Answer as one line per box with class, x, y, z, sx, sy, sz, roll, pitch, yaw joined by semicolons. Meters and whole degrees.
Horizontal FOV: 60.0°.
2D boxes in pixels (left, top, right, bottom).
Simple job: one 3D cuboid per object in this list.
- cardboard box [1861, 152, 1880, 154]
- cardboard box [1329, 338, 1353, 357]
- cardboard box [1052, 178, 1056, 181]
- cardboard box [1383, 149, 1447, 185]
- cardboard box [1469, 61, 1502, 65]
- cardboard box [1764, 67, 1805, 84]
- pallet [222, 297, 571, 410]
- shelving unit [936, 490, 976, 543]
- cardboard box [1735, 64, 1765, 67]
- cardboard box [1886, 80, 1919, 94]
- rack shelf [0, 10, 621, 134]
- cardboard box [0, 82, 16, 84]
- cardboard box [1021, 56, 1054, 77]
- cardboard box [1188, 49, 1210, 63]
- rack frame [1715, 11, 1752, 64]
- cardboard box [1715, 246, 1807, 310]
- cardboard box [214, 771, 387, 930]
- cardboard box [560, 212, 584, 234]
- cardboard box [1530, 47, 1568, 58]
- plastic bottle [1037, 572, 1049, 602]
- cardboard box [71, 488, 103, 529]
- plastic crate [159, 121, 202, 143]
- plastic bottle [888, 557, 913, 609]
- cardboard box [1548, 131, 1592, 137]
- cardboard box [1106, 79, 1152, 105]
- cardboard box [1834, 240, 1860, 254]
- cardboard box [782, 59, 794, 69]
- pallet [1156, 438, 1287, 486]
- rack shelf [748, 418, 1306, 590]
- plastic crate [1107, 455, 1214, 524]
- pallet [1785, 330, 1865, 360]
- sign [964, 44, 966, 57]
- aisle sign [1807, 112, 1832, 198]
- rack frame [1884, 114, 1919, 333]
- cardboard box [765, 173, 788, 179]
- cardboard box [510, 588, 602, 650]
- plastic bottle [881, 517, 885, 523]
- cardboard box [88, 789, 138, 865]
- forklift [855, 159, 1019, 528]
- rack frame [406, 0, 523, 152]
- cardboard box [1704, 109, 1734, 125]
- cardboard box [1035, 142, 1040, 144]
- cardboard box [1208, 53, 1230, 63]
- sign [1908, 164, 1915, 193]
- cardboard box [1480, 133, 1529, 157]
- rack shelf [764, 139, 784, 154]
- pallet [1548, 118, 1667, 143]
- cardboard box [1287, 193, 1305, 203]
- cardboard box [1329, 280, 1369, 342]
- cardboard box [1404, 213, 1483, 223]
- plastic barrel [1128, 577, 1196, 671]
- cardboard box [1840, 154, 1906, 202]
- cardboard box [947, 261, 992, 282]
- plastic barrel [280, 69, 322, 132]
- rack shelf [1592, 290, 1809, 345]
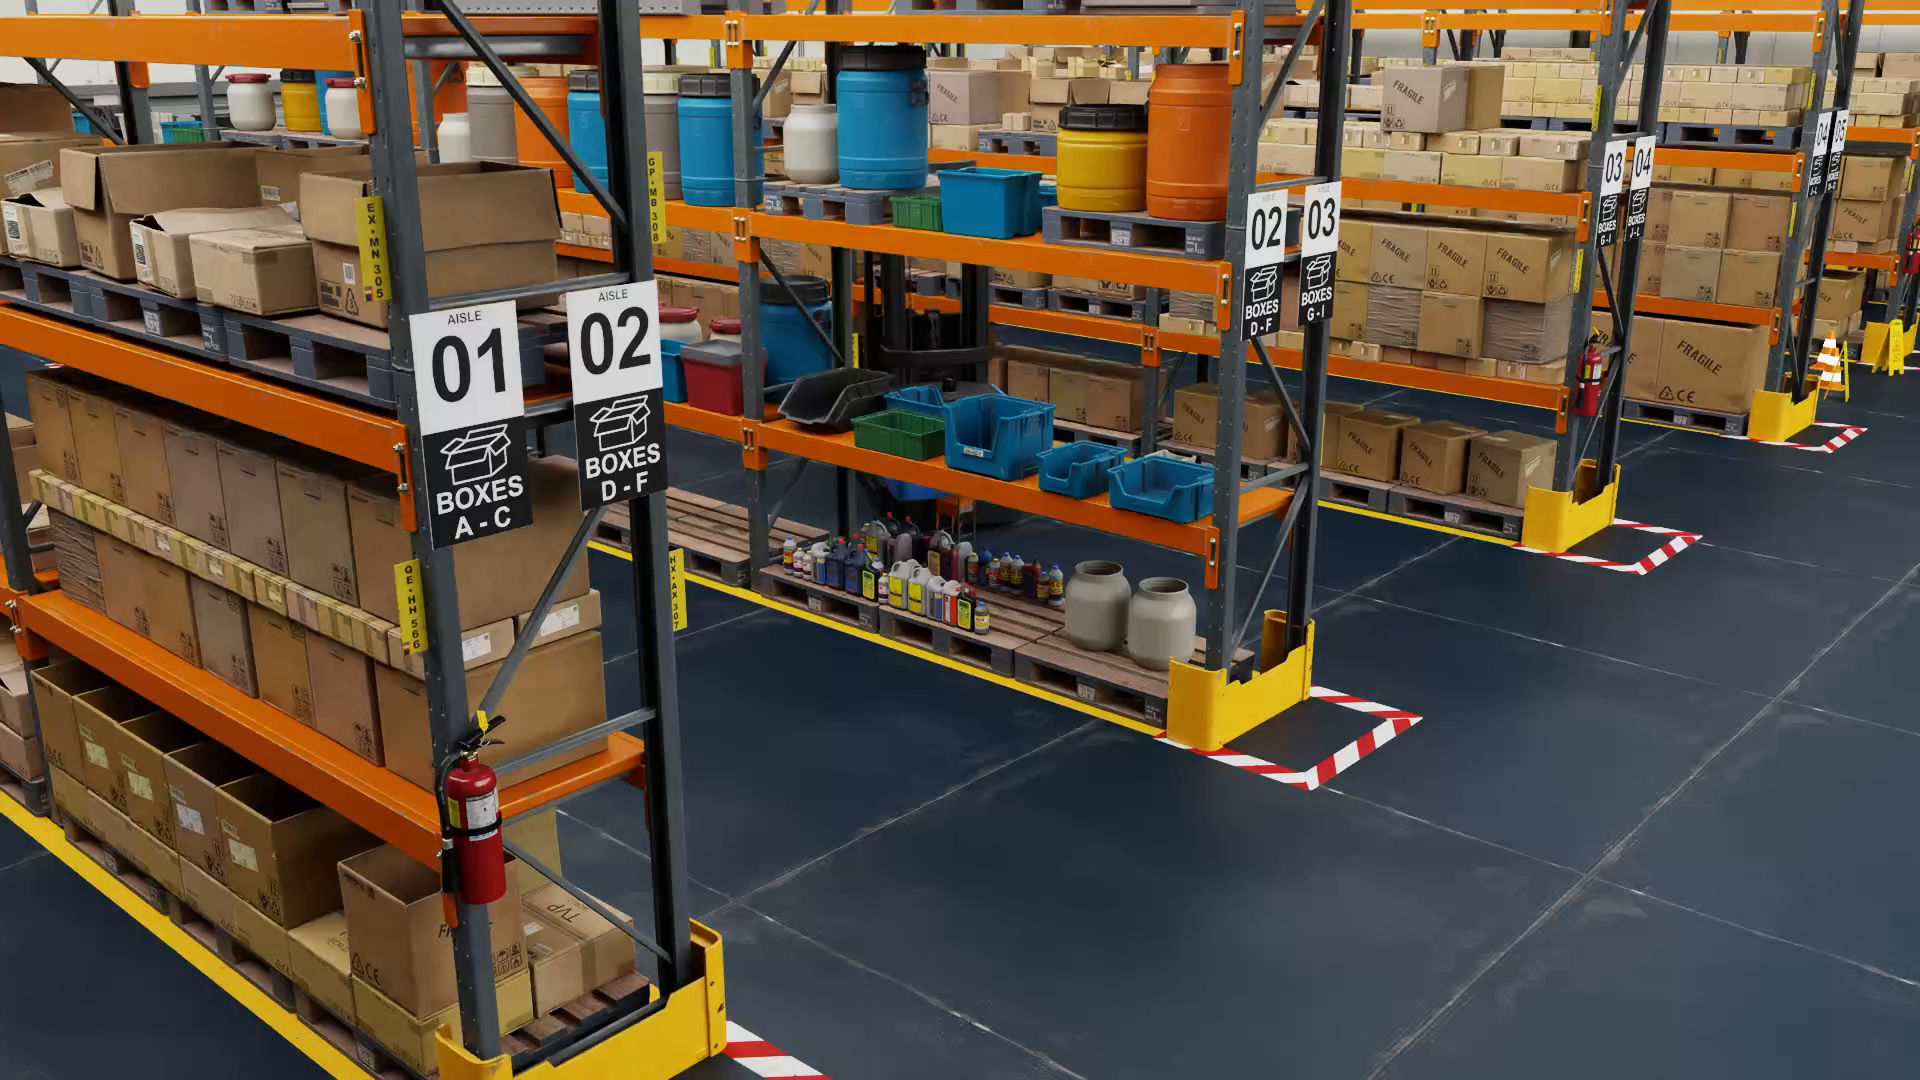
cardboard box;13.718;-5.764;25.087;0.250;0.149;0.380;15;23;40
cardboard box;3.413;-1.701;14.429;0.250;0.149;0.380;15;23;39
cardboard box;1.478;-4.887;22.788;0.250;0.149;0.380;16;24;42
cardboard box;3.813;-3.069;13.613;0.500;0.250;0.500;16;23;40
cardboard box;5.710;-5.109;18.030;0.250;0.149;0.380;15;23;39
cardboard box;7.986;-4.498;16.104;0.250;0.149;0.380;15;23;40
pallet;-1.994;-0.762;6.241;1.213;0.211;1.003;15;23;39
shelving unit;-0.033;-0.497;13.443;0.252;1.050;0.215;16;23;40
cardboard box;8.047;-4.748;16.892;0.250;0.149;0.380;15;23;39
cardboard box;11.225;-5.400;19.808;0.250;0.149;0.380;15;23;40
rack shelf;-2.979;-1.954;6.743;4.000;0.370;1.077;15;23;39
cardboard box;-5.351;-2.187;8.901;0.500;0.500;0.500;-16;23;-40
cardboard box;1.029;-6.294;22.094;0.258;0.266;0.396;15;23;39
cardboard box;4.694;-9.231;31.711;0.500;0.250;0.500;16;23;40
rack frame;11.974;-8.496;25.505;0.127;3.000;1.000;15;23;39
cardboard box;8.156;-2.705;16.928;0.550;0.550;0.875;15;23;39
cardboard box;-2.839;1.289;7.204;0.500;0.500;0.500;15;23;39
cardboard box;-4.773;-4.079;21.263;0.500;0.250;0.500;16;24;41
cardboard box;9.806;-7.885;27.515;0.500;0.500;0.700;14;23;38
plastic bottle;0.581;0.322;11.536;0.097;0.201;0.097;0;18;0
cardboard box;-4.020;-0.187;8.004;0.250;0.149;0.380;14;23;38
plastic crate;-8.060;-4.216;17.257;0.300;0.233;0.416;15;23;39
plastic bottle;-0.396;0.282;11.415;0.185;0.351;0.144;15;23;39
cardboard box;4.913;-3.197;13.356;0.250;0.149;0.380;16;23;40
cardboard box;1.818;-4.066;15.641;0.637;0.503;0.797;14;22;37
cardboard box;10.989;-3.642;20.544;0.250;0.149;0.380;15;23;39
cardboard box;-2.501;-7.174;25.062;0.250;0.149;0.380;16;24;41
pallet;2.630;-0.814;15.829;1.213;0.211;1.003;15;23;39
rack shelf;0.312;-0.405;11.119;4.000;0.370;1.077;15;23;39
plastic crate;1.235;-0.308;9.871;0.616;0.251;0.499;15;23;39
pallet;11.033;-2.566;21.350;1.213;0.211;1.003;15;23;39
sign;0.077;-8.856;30.266;0.005;0.325;0.100;15;23;39
aisle sign;8.317;-3.726;16.096;0.004;0.787;0.394;15;23;39
rack frame;11.674;-3.709;20.341;0.127;3.000;1.000;15;23;39
cardboard box;-2.416;-4.014;19.478;0.637;0.503;0.797;16;24;41
cardboard box;-1.633;0.289;6.504;0.250;0.149;0.380;15;23;39
plastic bottle;-0.605;-0.043;12.551;0.133;0.283;0.061;17;24;42
cardboard box;-3.958;1.344;8.269;0.500;0.250;0.500;15;23;39
forklift;-0.346;-1.897;14.744;1.130;2.935;3.031;-4;18;-13
rack frame;-4.176;-4.812;13.899;0.127;3.000;1.000;15;23;39
cardboard box;7.609;-4.219;16.544;0.250;0.149;0.380;15;23;40
cardboard box;1.401;-6.879;28.510;0.500;0.500;0.500;15;23;40
cardboard box;4.179;-7.281;25.778;0.500;0.500;0.500;15;23;40
sign;11.290;-4.290;19.735;0.005;0.325;0.100;15;23;39
cardboard box;4.287;-3.109;13.081;0.250;0.149;0.380;14;22;37
rack shelf;-2.384;-4.562;19.257;4.000;0.370;1.077;15;23;39
pallet;6.985;-4.348;17.541;1.213;0.211;1.003;15;23;39
cardboard box;4.333;-4.199;20.066;0.500;0.500;0.700;15;23;40
cardboard box;3.537;-2.060;14.486;0.500;0.500;0.875;15;23;39
cardboard box;4.121;-2.507;14.243;0.500;0.500;0.500;15;23;39
plastic barrel;1.265;0.524;10.419;0.421;0.512;0.421;0;18;0
cardboard box;11.147;-4.428;20.297;0.500;0.500;0.700;14;23;38
cardboard box;0.213;-2.814;17.072;0.500;0.250;0.500;14;22;38
plastic barrel;-6.350;-4.338;16.358;0.600;0.588;0.600;0;18;0
rack shelf;6.968;-2.628;18.122;4.000;0.370;1.077;15;23;39
